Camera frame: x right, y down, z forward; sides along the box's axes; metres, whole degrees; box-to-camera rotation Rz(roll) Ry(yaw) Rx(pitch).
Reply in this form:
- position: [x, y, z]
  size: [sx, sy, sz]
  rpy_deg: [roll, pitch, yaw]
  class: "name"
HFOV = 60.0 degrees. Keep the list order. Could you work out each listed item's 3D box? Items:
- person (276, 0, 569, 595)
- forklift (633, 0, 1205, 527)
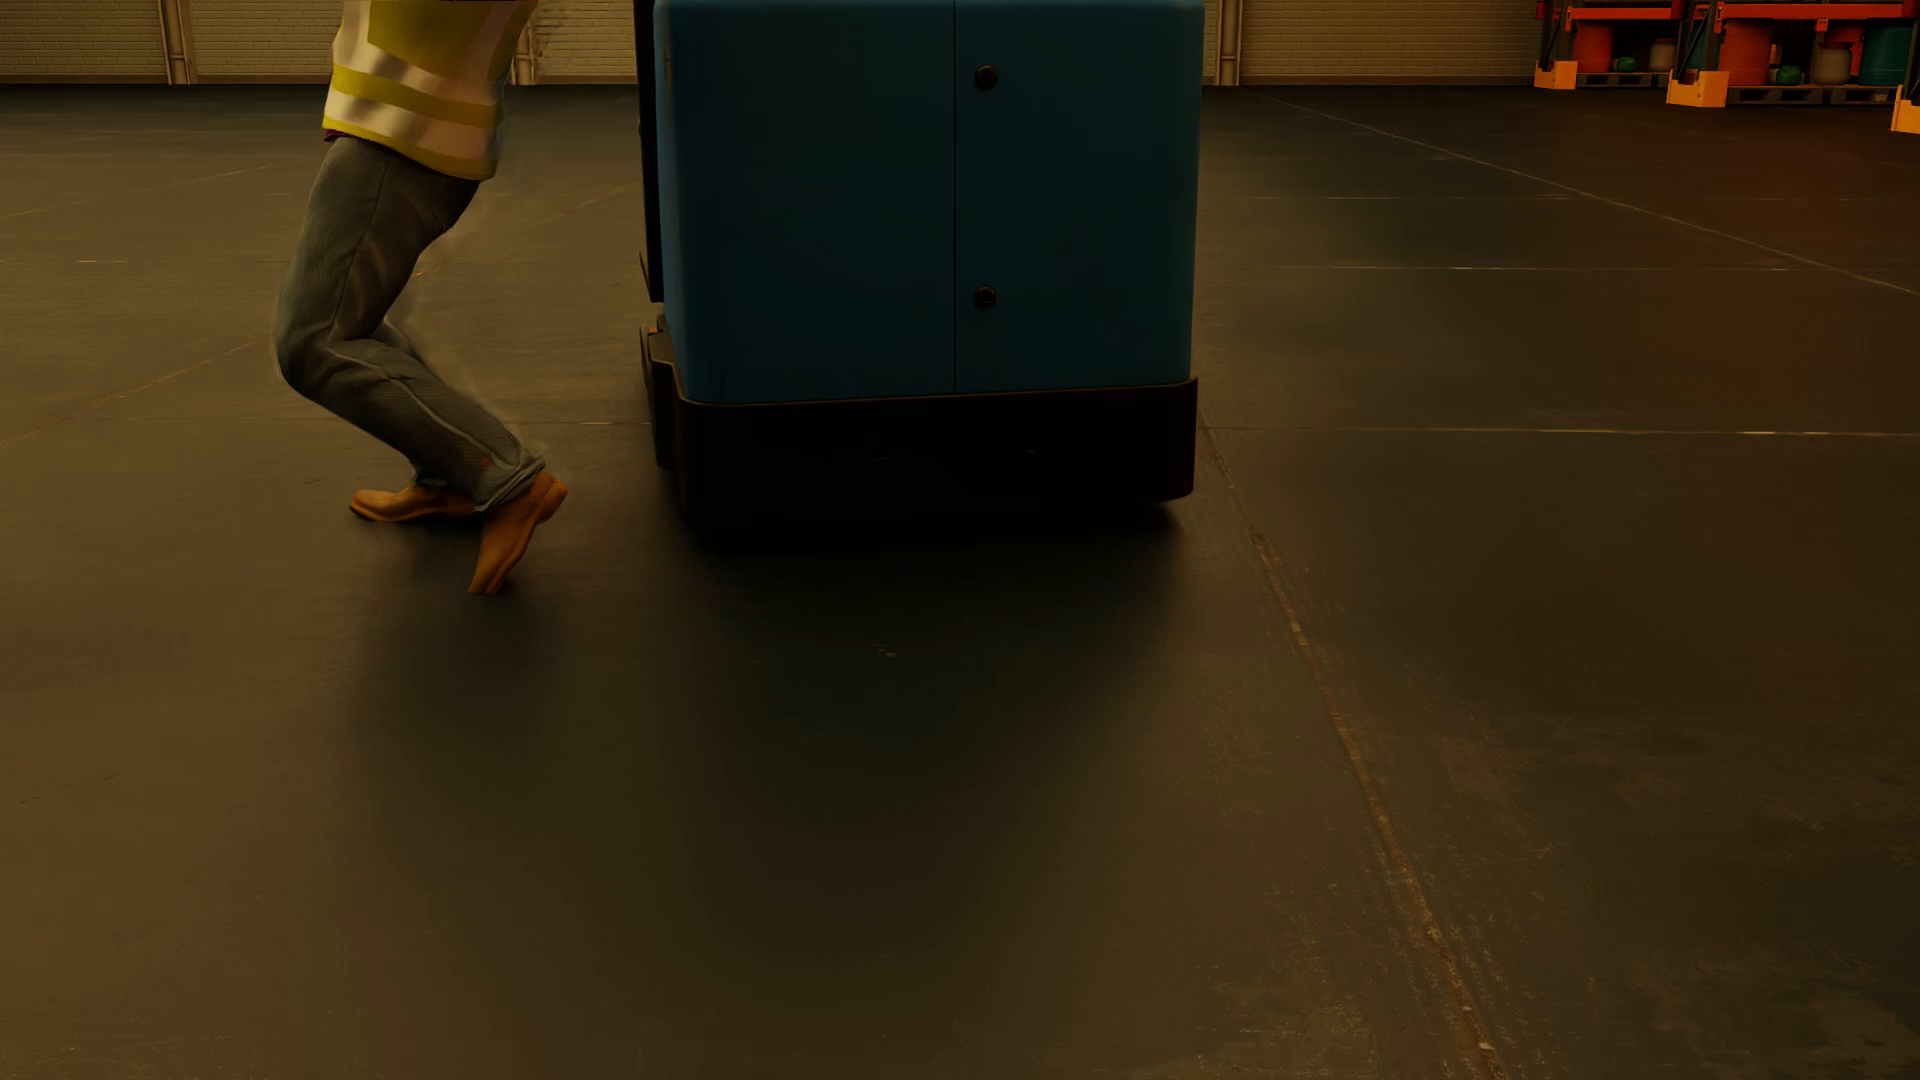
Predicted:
- position: [-1.079, -0.741, 3.196]
  size: [0.723, 1.635, 1.162]
  rpy_deg: [-2, 17, -8]
  class: "person"
- position: [-0.324, -1.821, 4.294]
  size: [1.130, 2.935, 3.031]
  rpy_deg: [-4, 18, -12]
  class: "forklift"
